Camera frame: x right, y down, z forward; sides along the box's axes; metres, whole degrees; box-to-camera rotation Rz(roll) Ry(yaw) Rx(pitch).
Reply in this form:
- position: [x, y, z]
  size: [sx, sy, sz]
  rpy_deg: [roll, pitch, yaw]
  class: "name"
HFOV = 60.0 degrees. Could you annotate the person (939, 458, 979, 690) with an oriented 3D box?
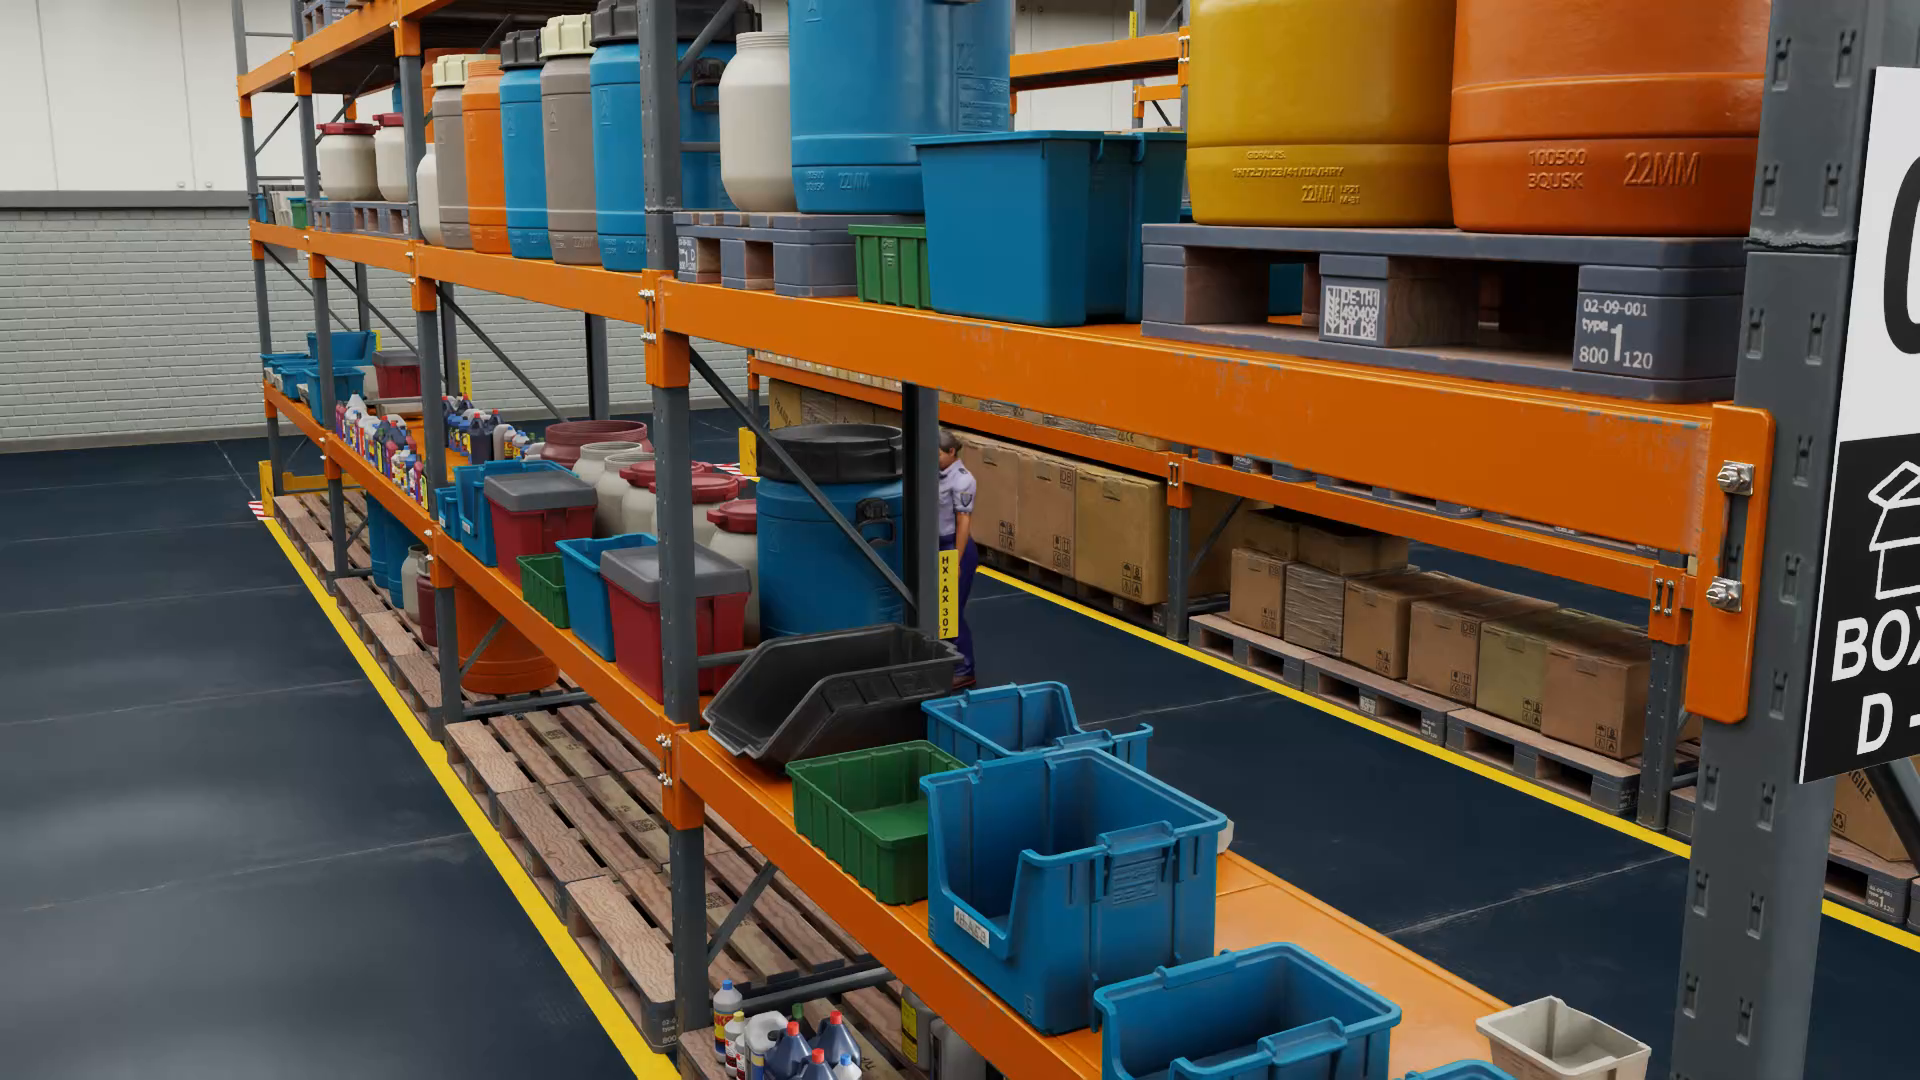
- position: [-0.071, 0.204, 10.505]
  size: [0.337, 1.457, 0.473]
  rpy_deg: [-6, 13, -27]
  class: "person"
